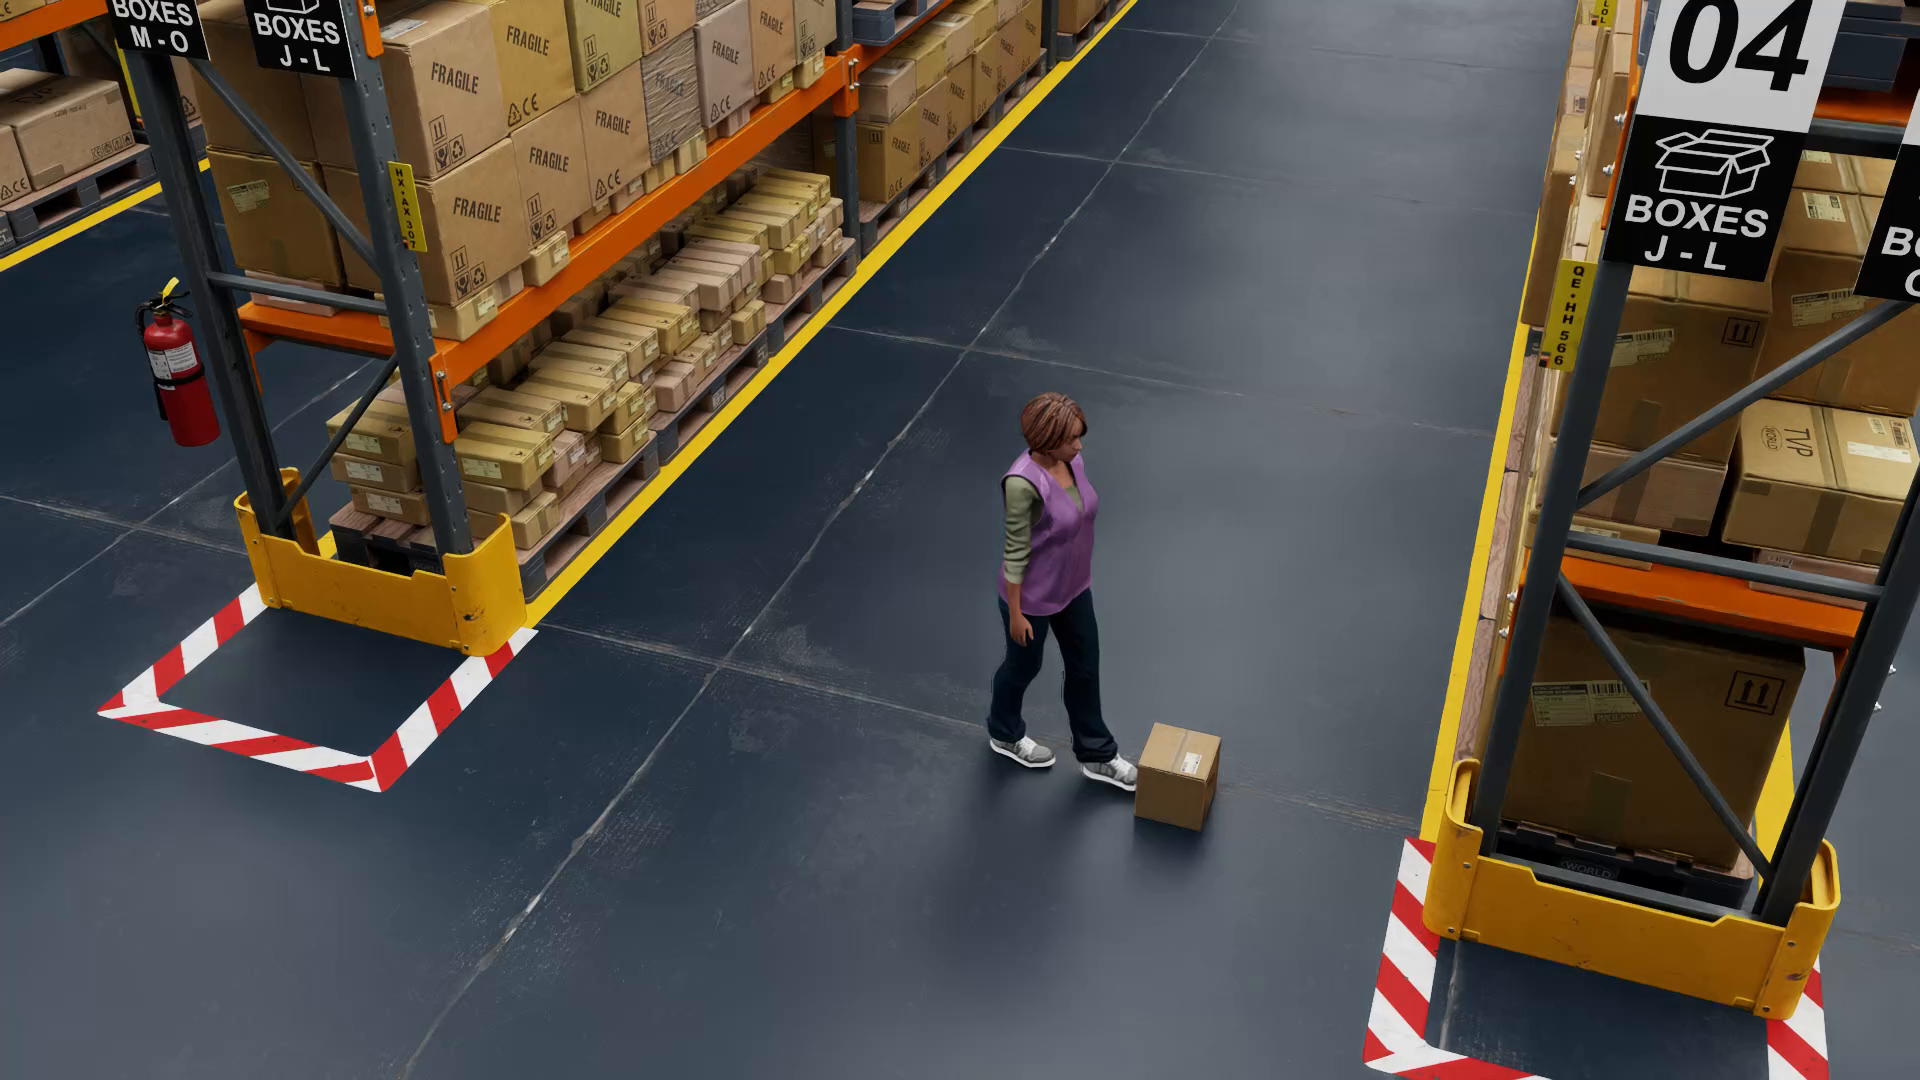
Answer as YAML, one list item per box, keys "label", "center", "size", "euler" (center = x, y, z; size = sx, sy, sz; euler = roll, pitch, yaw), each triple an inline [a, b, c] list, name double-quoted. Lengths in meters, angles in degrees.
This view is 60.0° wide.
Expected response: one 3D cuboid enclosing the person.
- label: "person"
  center: [0.380, 0.220, 5.806]
  size: [0.665, 1.588, 0.412]
  euler: [24, 40, 31]
